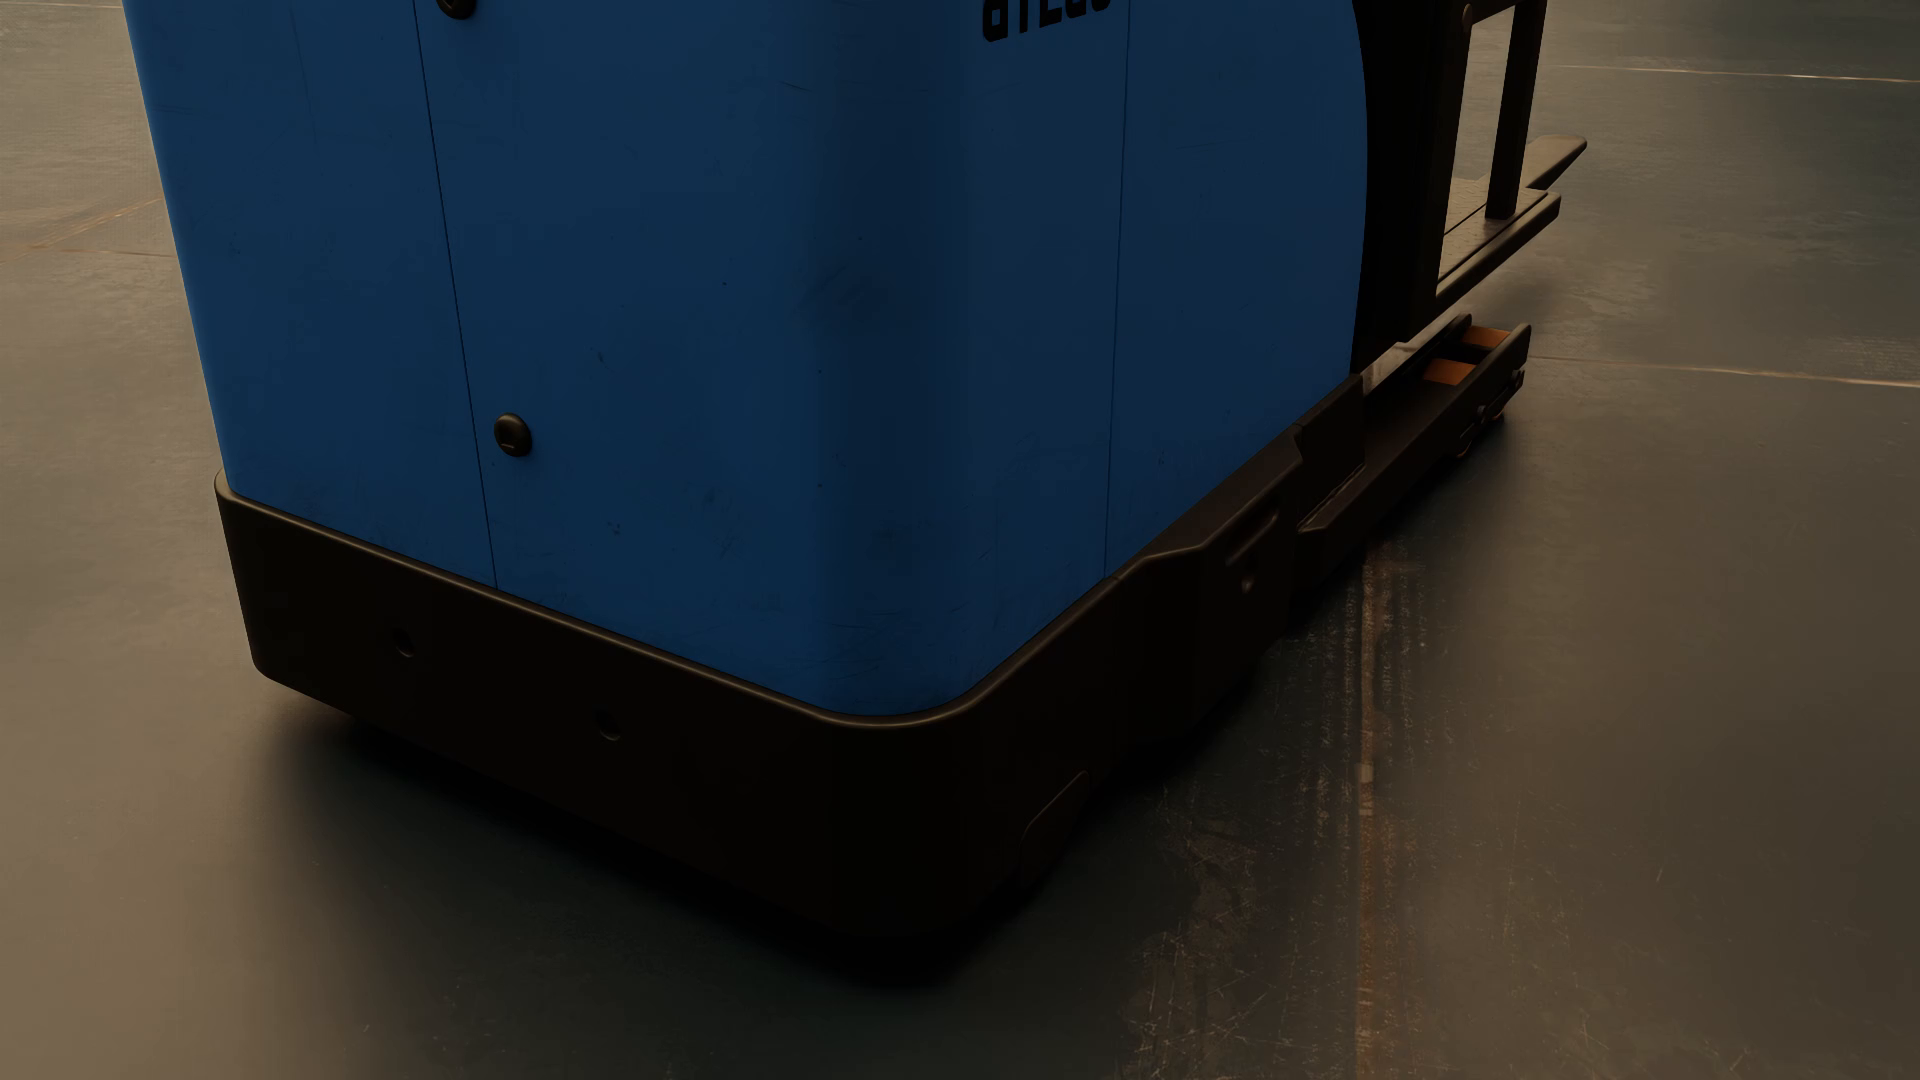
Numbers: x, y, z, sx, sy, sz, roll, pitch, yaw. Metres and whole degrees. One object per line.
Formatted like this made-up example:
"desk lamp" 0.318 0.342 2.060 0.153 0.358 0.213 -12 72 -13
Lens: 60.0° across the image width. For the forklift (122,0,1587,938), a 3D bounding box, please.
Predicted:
"forklift" 0.341 -1.547 2.312 1.130 2.935 3.031 16 31 29
